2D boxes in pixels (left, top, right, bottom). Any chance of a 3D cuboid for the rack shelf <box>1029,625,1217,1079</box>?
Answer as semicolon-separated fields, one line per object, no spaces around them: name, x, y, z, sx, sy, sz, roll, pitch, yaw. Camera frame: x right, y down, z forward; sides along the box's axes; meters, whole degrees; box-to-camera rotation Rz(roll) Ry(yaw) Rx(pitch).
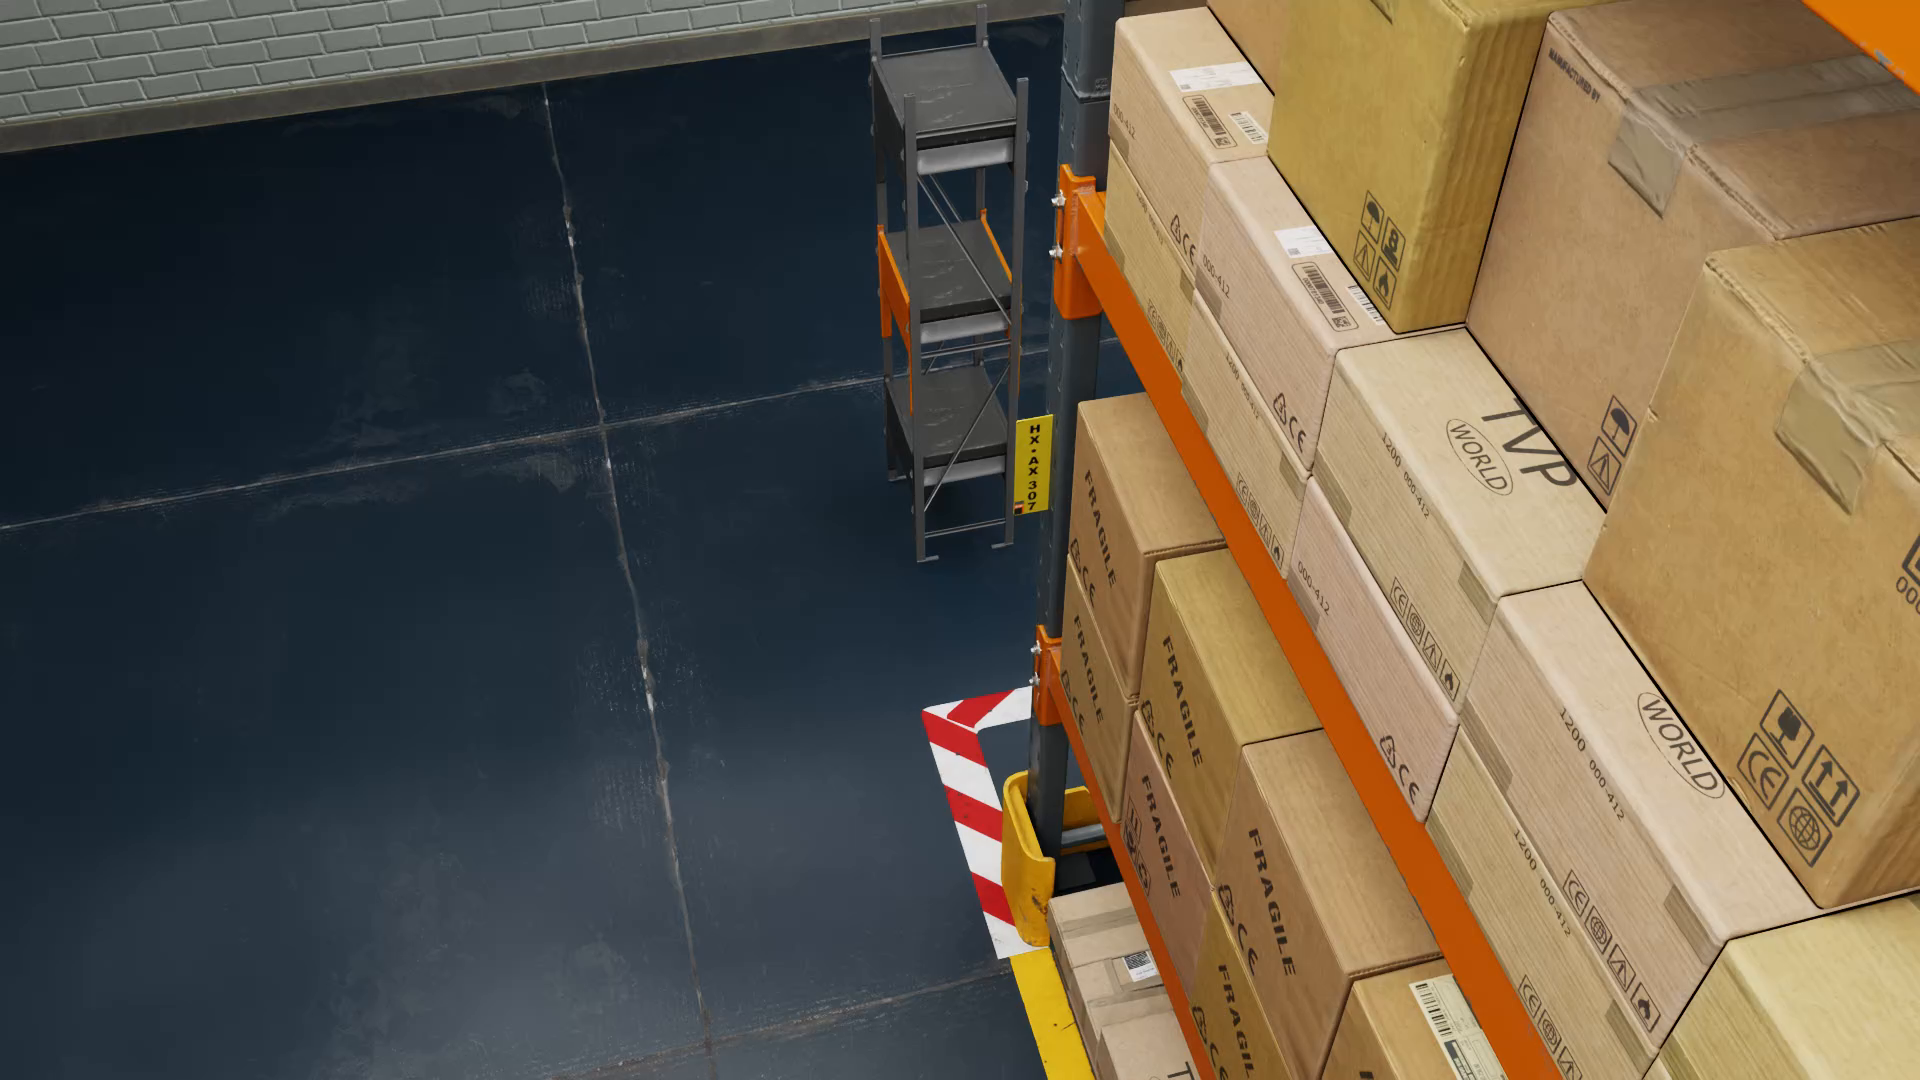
rack shelf;1.225;1.648;3.538;1.077;0.370;4.000;-11;47;-10

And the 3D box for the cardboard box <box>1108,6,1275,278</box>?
cardboard box;0.593;-0.754;3.044;0.500;0.250;0.500;-11;47;-10

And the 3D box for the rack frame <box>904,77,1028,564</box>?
rack frame;0.020;-0.681;5.947;0.400;2.100;0.015;-11;47;-10

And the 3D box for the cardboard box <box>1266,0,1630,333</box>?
cardboard box;0.906;-0.707;2.472;0.700;0.500;0.500;-11;47;-10

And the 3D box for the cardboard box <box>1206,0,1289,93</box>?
cardboard box;0.860;-1.067;2.825;0.700;0.500;0.500;-11;47;-10

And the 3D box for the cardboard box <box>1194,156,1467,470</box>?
cardboard box;0.714;-0.408;2.704;0.500;0.250;0.500;-11;47;-10

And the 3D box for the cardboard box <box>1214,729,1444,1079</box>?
cardboard box;0.836;0.691;3.202;0.500;0.500;0.500;-10;46;-10

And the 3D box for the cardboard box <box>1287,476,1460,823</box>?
cardboard box;0.844;0.112;2.545;0.500;0.250;0.500;-11;47;-10

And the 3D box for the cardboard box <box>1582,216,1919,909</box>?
cardboard box;1.175;-0.019;1.798;0.700;0.500;0.500;-11;47;-10

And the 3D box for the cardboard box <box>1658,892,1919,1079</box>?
cardboard box;1.099;0.628;1.690;0.500;0.250;0.500;-11;47;-10

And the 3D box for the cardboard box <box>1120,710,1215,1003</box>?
cardboard box;0.709;0.691;3.903;0.500;0.500;0.500;-11;47;-11

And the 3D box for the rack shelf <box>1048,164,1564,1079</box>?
rack shelf;1.225;0.599;2.467;1.077;0.370;4.000;-11;47;-10

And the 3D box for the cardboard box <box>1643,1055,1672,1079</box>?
cardboard box;1.101;0.802;1.868;0.500;0.250;0.500;-11;47;-10

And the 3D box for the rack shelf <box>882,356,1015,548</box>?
rack shelf;-0.042;-0.350;6.622;0.431;0.518;0.480;-11;47;-10

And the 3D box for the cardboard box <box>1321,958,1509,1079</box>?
cardboard box;0.967;1.042;2.859;0.500;0.500;0.500;-11;47;-11

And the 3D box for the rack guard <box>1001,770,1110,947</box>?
rack guard;0.732;0.943;5.476;1.175;0.500;0.348;-11;47;-10

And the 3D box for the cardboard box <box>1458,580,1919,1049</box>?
cardboard box;0.972;0.282;2.028;0.500;0.250;0.500;-11;47;-10

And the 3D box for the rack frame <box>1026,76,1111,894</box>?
rack frame;0.713;0.016;4.634;1.000;3.000;0.127;-11;47;-10

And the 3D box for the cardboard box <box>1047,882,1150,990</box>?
cardboard box;0.488;1.212;5.150;0.380;0.149;0.250;-11;47;-10

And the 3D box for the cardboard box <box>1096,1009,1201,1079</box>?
cardboard box;0.706;1.597;4.702;0.500;0.250;0.500;-11;47;-10

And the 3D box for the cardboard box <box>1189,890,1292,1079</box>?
cardboard box;0.834;1.038;3.563;0.500;0.500;0.500;-11;47;-10

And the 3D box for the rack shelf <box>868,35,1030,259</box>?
rack shelf;-0.042;-1.330;5.622;0.431;0.518;0.480;-11;47;-10

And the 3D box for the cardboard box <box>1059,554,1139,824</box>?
cardboard box;0.571;0.335;4.251;0.500;0.500;0.500;-10;46;-9

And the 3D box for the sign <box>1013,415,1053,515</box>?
sign;0.188;-0.188;4.228;0.100;0.325;0.005;-11;47;-10

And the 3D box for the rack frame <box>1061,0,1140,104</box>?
rack frame;0.713;-2.084;2.492;1.000;3.000;0.127;-11;47;-10

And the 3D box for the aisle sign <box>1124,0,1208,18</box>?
aisle sign;0.411;-0.888;3.699;0.394;0.787;0.004;-11;47;-10

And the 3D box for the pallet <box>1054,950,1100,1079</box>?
pallet;0.937;1.595;5.040;1.003;0.211;1.213;-11;47;-10

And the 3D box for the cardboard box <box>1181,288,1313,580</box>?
cardboard box;0.714;-0.233;2.883;0.500;0.250;0.500;-11;47;-10

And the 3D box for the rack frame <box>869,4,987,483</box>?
rack frame;-0.105;-1.018;6.277;0.400;2.100;0.015;-11;47;-10

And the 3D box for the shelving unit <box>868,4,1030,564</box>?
shelving unit;-0.042;-0.849;6.112;0.431;2.100;0.503;-11;47;-10

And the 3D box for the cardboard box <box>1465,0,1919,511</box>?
cardboard box;1.138;-0.381;2.153;0.700;0.500;0.500;-11;47;-10

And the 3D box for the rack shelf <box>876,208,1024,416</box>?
rack shelf;-0.042;-0.840;6.122;0.431;0.518;0.480;-11;47;-10

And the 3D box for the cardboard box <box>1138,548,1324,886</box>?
cardboard box;0.713;0.345;3.542;0.500;0.500;0.500;-10;46;-10

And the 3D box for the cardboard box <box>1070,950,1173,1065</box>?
cardboard box;0.552;1.378;4.975;0.380;0.166;0.250;-11;47;-10

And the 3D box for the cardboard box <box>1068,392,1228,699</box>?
cardboard box;0.571;-0.015;3.894;0.500;0.500;0.500;-9;46;-9

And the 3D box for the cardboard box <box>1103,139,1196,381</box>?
cardboard box;0.598;-0.580;3.223;0.500;0.250;0.500;-11;47;-10

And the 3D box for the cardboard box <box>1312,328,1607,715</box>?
cardboard box;0.848;-0.064;2.367;0.500;0.250;0.500;-11;47;-10

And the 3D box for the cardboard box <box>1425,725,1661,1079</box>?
cardboard box;0.978;0.456;2.208;0.500;0.250;0.500;-11;47;-10
